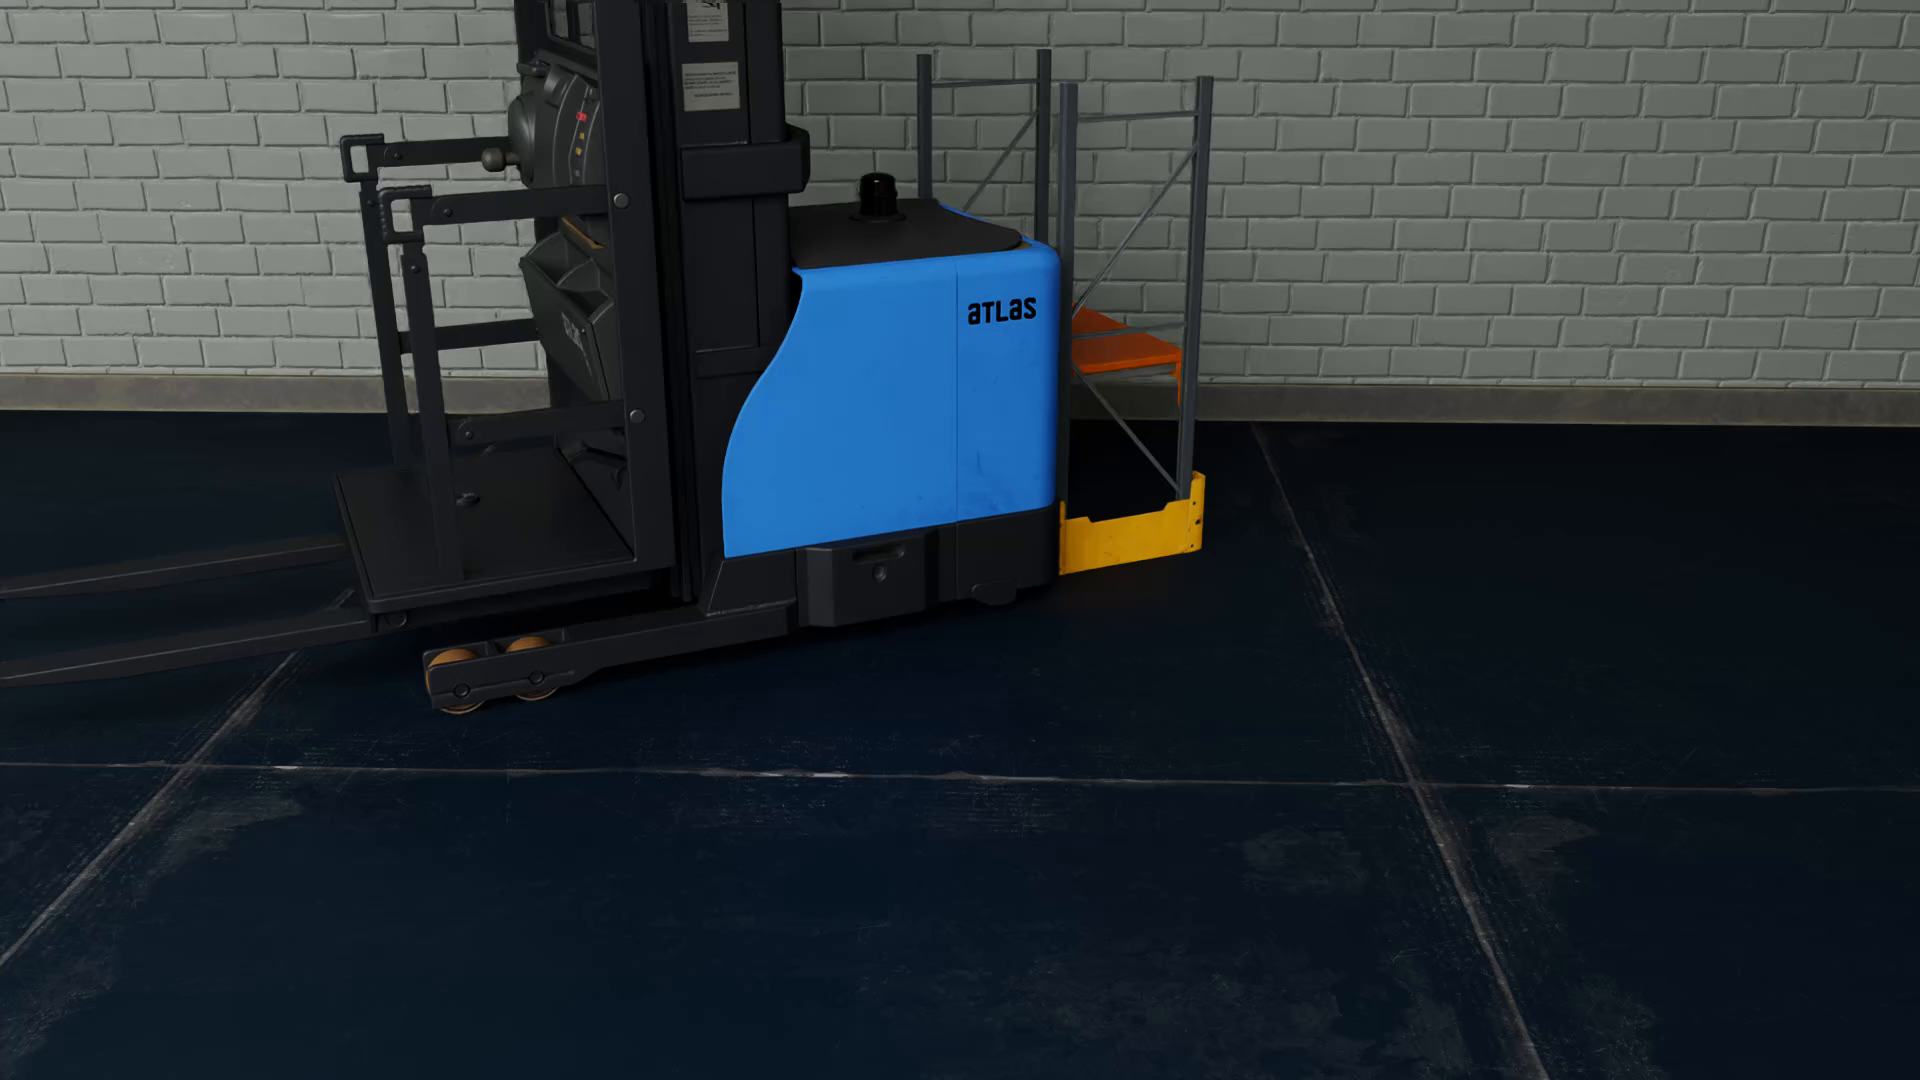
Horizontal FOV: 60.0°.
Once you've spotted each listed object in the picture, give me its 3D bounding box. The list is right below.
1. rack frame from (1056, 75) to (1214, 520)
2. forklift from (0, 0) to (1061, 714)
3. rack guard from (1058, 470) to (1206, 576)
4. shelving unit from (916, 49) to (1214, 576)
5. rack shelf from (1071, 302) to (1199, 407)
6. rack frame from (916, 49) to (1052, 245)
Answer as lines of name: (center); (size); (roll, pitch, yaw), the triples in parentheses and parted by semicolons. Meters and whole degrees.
rack frame: (0.517, -0.637, 5.097); (0.500, 1.500, 0.032); (-10, 23, -23)
forklift: (-1.262, -1.128, 4.384); (3.031, 2.935, 1.130); (-9, 23, -22)
rack guard: (0.517, -0.055, 5.324); (0.587, 0.250, 0.087); (-10, 23, -23)
shelving unit: (0.305, -0.801, 5.519); (0.587, 1.500, 1.083); (-10, 23, -23)
rack shelf: (0.301, -0.636, 5.592); (0.538, 0.185, 1.000); (-10, 23, -23)
rack frame: (0.086, -0.970, 5.956); (0.500, 1.500, 0.032); (-10, 23, -23)
